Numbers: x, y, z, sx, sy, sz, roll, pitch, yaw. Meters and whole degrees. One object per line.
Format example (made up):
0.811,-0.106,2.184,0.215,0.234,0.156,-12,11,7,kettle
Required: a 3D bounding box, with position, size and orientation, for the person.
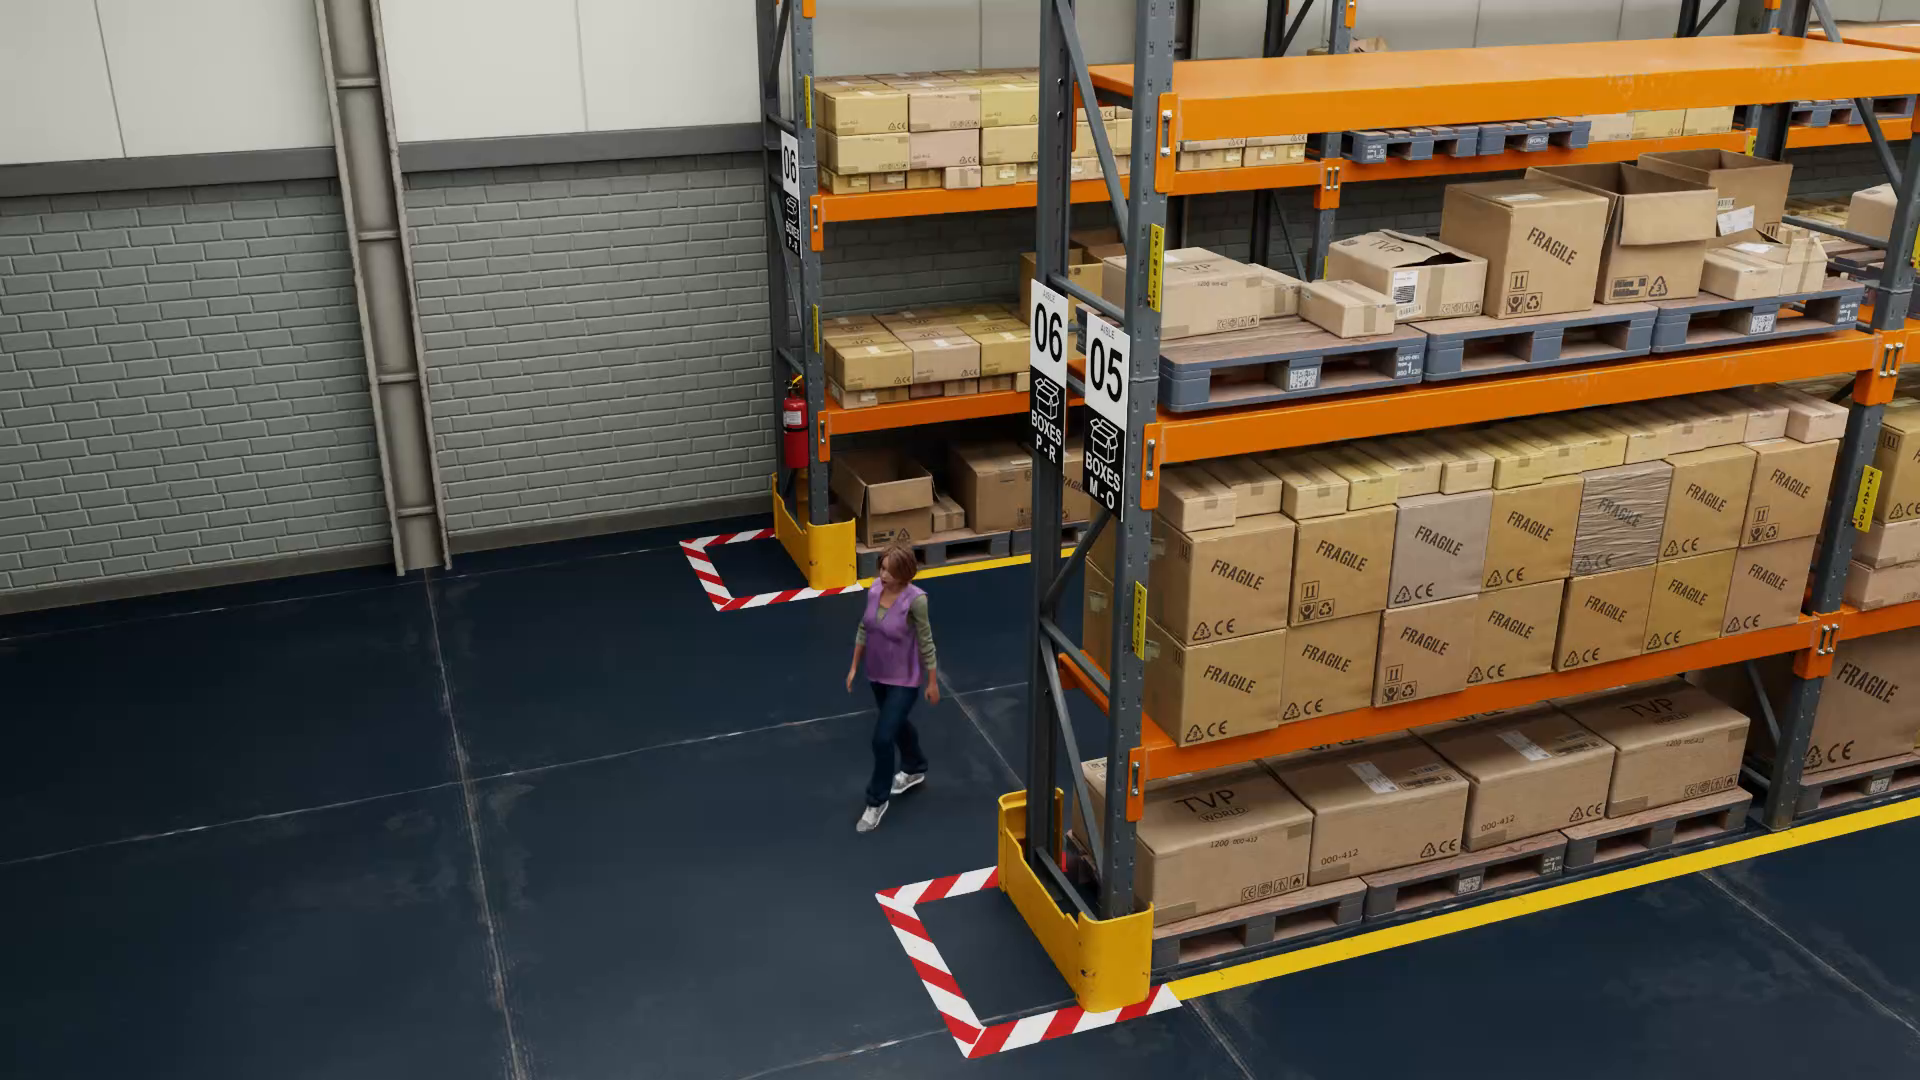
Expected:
-0.369,0.776,9.007,0.466,1.634,0.630,20,30,39,person
